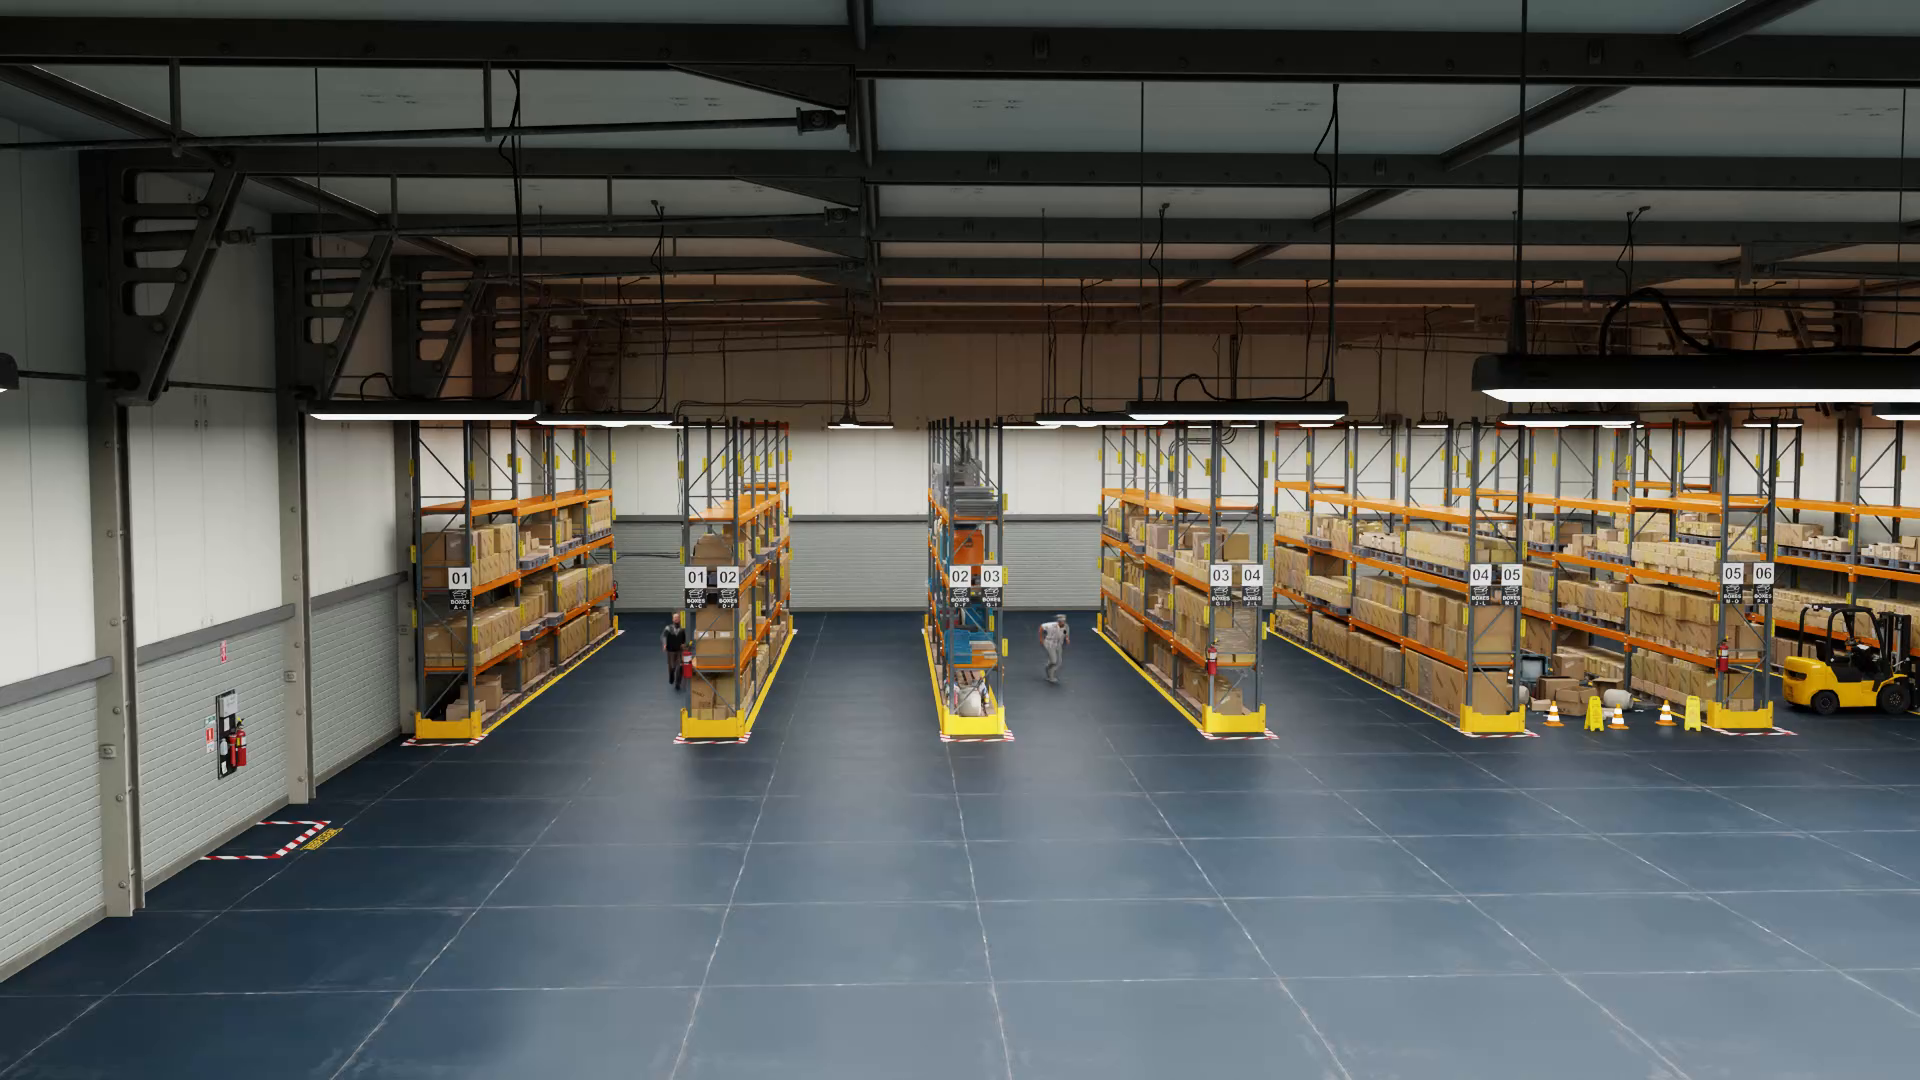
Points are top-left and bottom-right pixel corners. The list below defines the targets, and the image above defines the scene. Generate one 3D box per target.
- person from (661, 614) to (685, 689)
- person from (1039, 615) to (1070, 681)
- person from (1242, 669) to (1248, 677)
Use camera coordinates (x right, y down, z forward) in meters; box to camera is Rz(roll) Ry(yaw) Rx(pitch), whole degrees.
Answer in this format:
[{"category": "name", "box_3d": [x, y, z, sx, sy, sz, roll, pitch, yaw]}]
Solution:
[{"category": "person", "box_3d": [-6.301, 2.516, 36.931, 0.650, 1.608, 0.578, -1, 4, -11]}, {"category": "person", "box_3d": [2.150, 2.465, 37.936, 0.695, 1.572, 0.884, -2, 4, -27]}, {"category": "person", "box_3d": [6.636, 2.386, 39.209, 0.595, 1.628, 0.810, 0, 4, -6]}]
